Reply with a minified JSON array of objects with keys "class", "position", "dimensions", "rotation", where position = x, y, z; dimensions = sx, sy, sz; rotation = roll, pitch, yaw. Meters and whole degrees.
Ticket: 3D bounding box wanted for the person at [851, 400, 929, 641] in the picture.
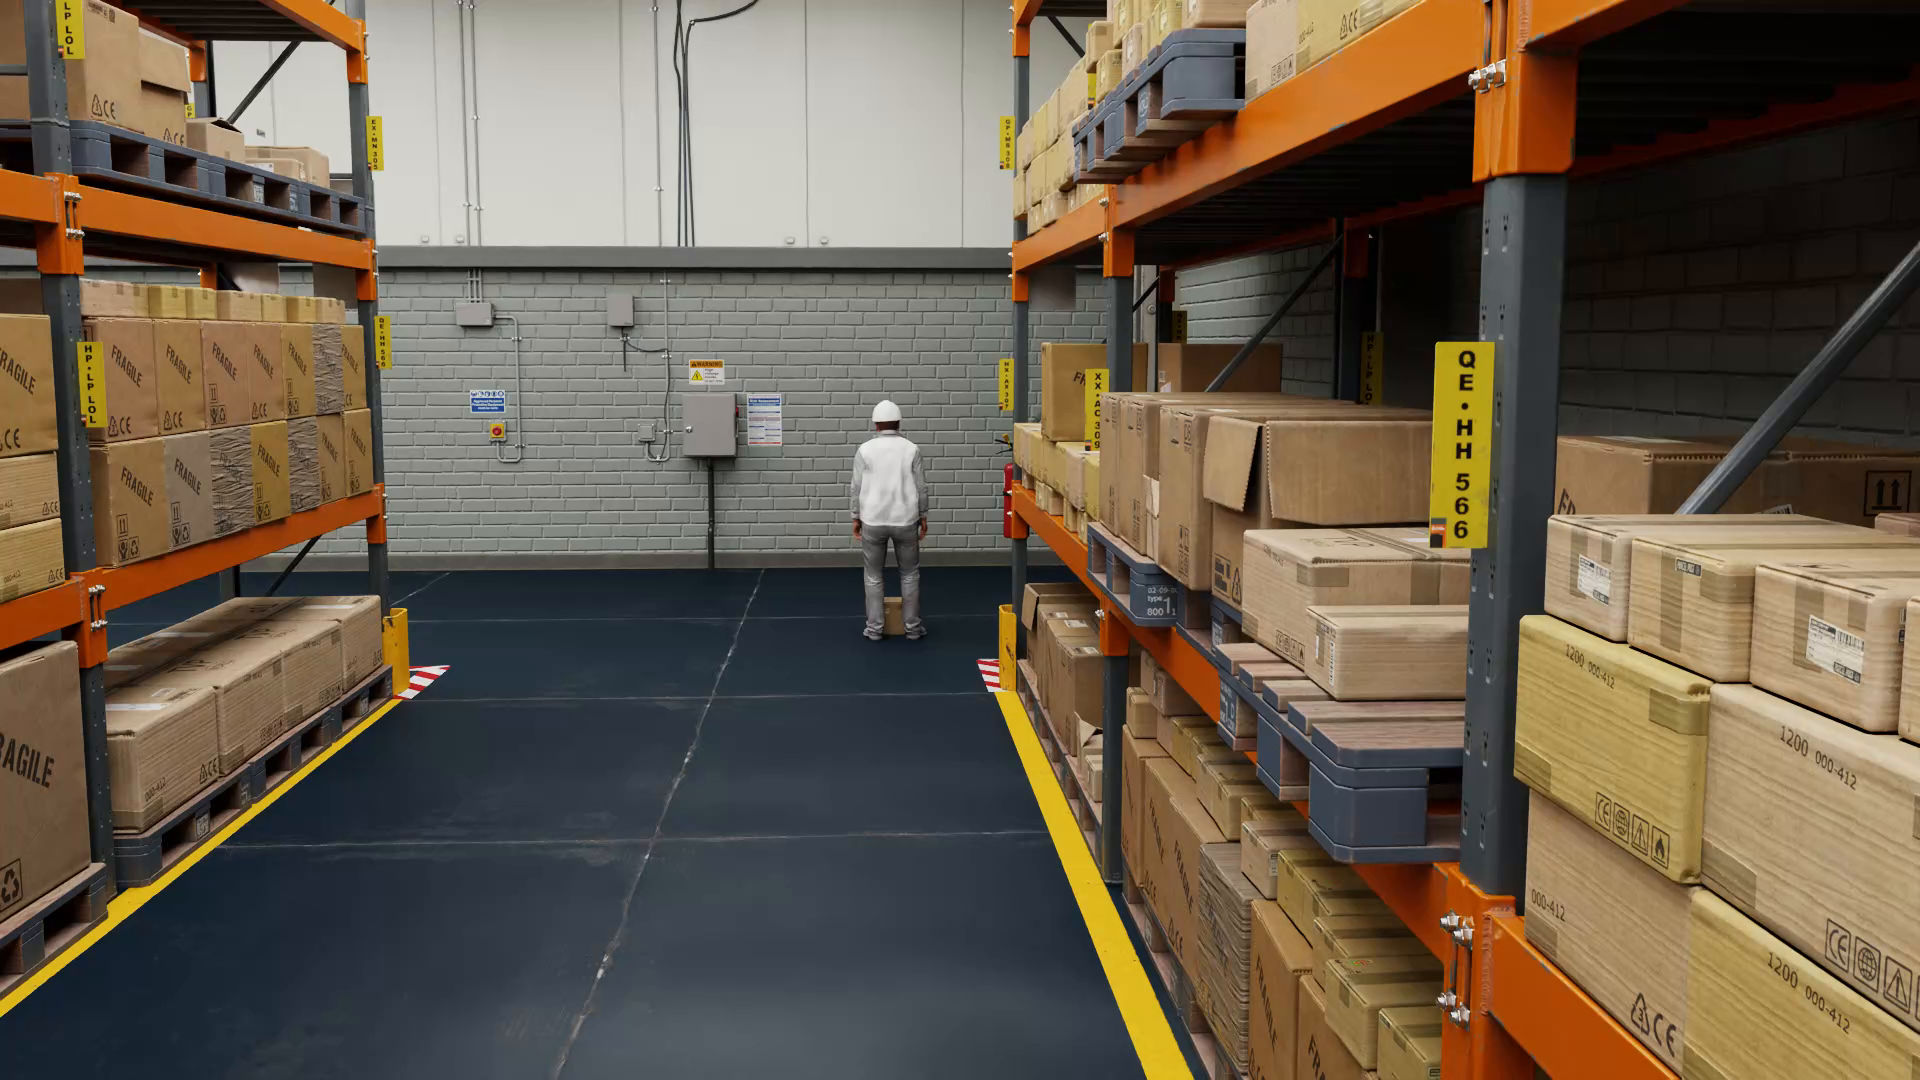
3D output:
[{"class":"person","position":[-0.521,-0.146,12.353],"dimensions":[0.581,1.772,0.460],"rotation":[0,7,-3]}]
